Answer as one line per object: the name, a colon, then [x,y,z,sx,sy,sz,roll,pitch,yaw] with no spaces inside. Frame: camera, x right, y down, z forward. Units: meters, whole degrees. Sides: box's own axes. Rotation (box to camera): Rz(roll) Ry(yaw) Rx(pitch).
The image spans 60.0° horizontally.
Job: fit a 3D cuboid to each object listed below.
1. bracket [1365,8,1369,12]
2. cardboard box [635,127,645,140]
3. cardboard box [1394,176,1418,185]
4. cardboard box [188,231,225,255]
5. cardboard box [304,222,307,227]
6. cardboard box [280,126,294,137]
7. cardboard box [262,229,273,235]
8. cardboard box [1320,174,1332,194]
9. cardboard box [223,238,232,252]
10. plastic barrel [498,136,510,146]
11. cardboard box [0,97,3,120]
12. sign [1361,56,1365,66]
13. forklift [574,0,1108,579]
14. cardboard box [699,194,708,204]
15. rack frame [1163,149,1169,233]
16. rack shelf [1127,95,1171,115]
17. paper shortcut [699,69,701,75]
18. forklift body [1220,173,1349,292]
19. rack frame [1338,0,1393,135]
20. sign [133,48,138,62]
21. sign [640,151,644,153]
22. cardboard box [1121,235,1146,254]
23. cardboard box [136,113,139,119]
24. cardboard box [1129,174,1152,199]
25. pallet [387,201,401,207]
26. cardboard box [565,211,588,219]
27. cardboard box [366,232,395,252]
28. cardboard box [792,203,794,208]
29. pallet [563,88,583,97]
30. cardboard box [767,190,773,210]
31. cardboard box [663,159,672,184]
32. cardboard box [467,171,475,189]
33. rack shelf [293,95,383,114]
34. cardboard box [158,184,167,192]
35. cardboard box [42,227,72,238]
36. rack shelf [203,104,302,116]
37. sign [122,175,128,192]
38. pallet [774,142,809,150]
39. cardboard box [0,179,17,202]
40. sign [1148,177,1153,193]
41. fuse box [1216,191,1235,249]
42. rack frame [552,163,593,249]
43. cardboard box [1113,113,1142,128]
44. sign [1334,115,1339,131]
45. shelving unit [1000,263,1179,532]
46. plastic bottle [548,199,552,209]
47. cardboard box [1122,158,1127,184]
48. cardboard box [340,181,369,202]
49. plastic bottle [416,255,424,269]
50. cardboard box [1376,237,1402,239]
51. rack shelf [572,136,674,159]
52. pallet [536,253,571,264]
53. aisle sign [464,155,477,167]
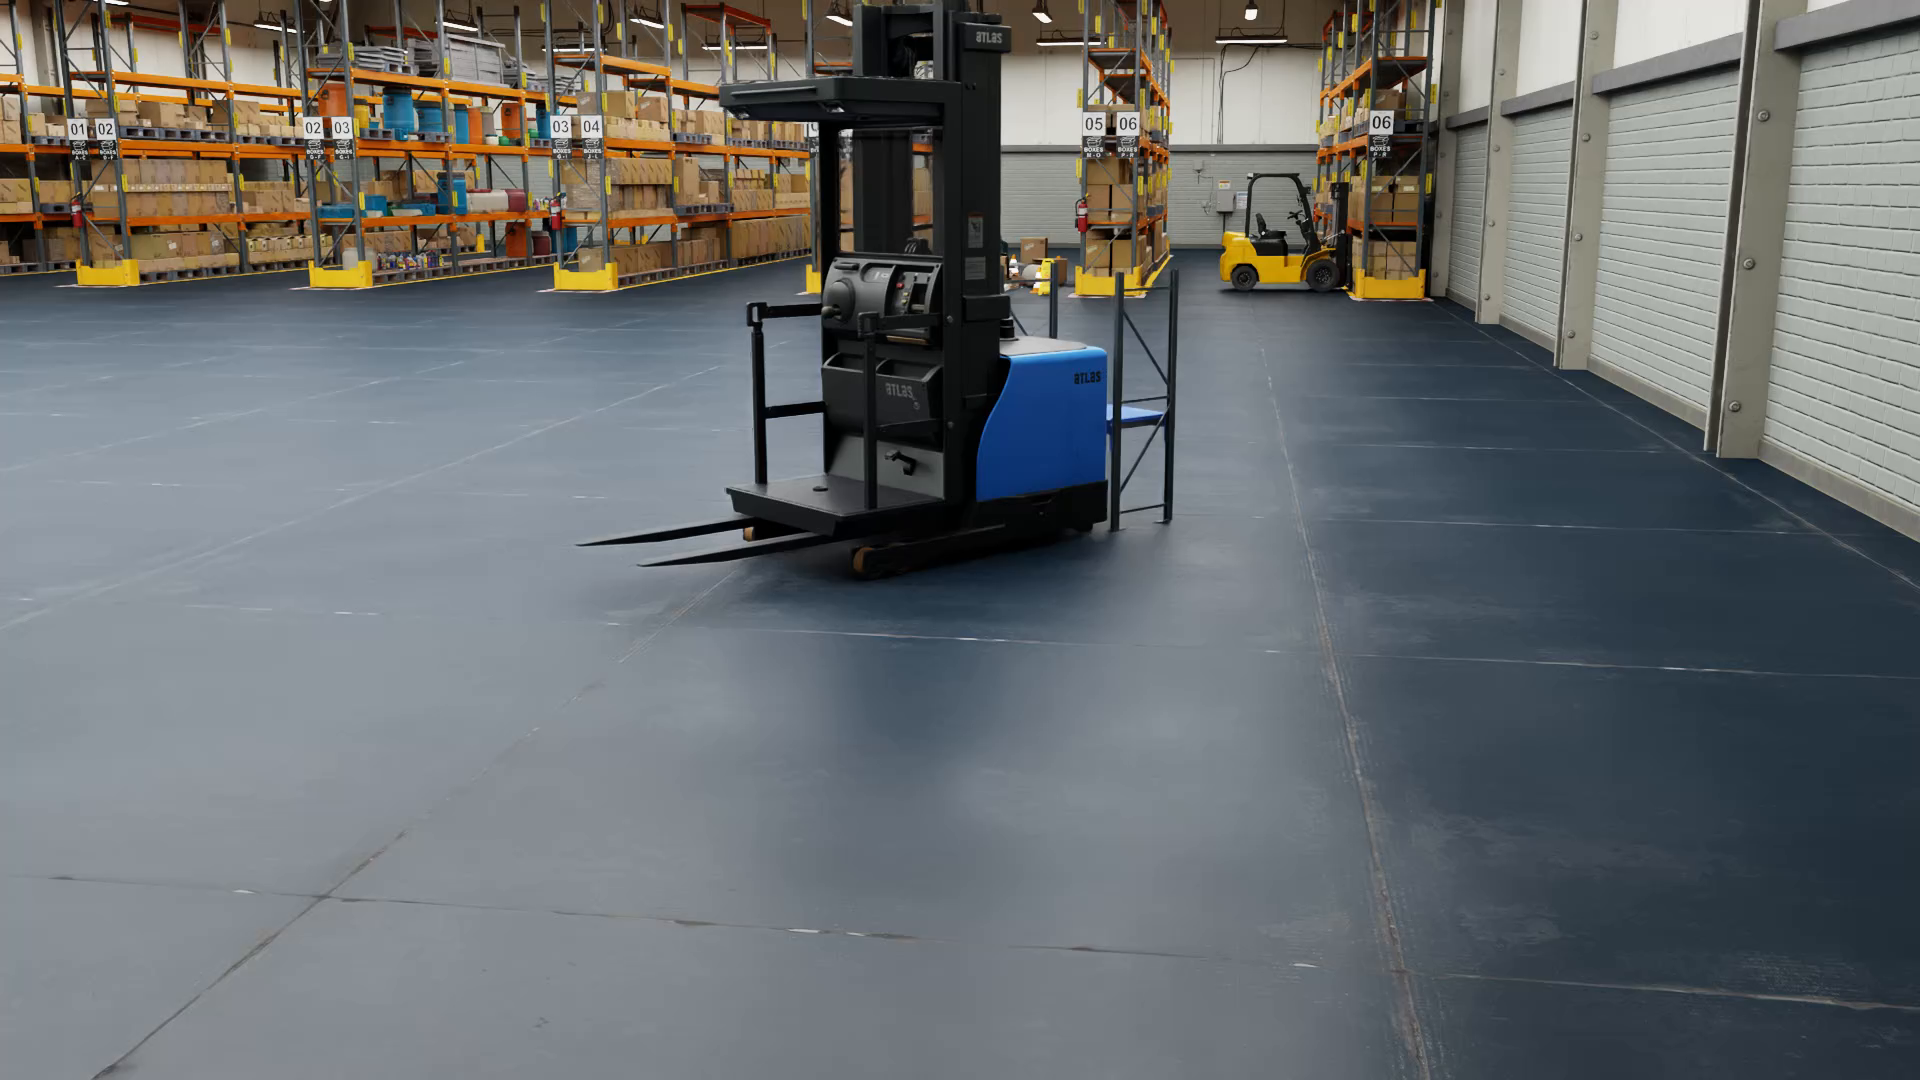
bracket: [10.529,-13.686,43.093,0.076,0.066,4.783,2,12,9]
cardboard box: [-6.563,-8.031,32.872,0.500,0.250,0.500,2,12,10]
cardboard box: [7.839,-6.320,29.215,0.380,0.149,0.250,2,12,8]
cardboard box: [-16.237,-6.401,35.827,0.500,0.500,0.500,2,12,9]
cardboard box: [-19.192,-9.158,48.263,0.380,0.149,0.250,2,12,8]
cardboard box: [-15.854,-9.487,38.635,0.500,0.250,0.500,2,12,8]
cardboard box: [-19.661,-8.446,46.502,0.700,0.500,0.500,2,12,8]
cardboard box: [9.471,-9.117,42.547,0.500,0.500,0.500,2,12,10]
cardboard box: [-16.514,-6.610,37.243,0.500,0.311,0.500,2,12,9]
plastic barrel: [-10.772,-9.390,39.192,0.294,0.245,0.294,0,12,0]
cardboard box: [-21.072,-9.326,35.871,0.500,0.500,0.500,3,12,12]
sign: [10.583,-12.521,43.638,0.100,0.325,0.005,2,12,9]
forklift: [-0.582,-1.356,8.828,3.031,2.935,1.130,-10,16,-40]
cardboard box: [-5.880,-7.676,37.312,0.396,0.266,0.258,2,12,7]
rack frame: [5.132,-9.236,45.231,1.000,3.000,0.127,2,12,9]
rack shelf: [4.825,-11.205,42.785,1.077,0.370,4.000,2,12,9]
paper shortcut: [-6.206,-11.185,39.701,0.009,0.170,0.078,12,-17,6]
forklift body: [6.066,-5.784,31.228,2.313,2.155,1.214,2,12,9]
rack frame: [8.807,-10.343,36.128,1.000,3.000,0.127,2,12,9]
sign: [-20.036,-11.786,40.416,0.100,0.325,0.005,2,12,9]
sign: [-9.008,-11.118,47.093,0.100,0.325,0.005,2,12,9]
cardboard box: [3.384,-5.728,32.702,0.500,0.500,0.500,2,12,10]
cardboard box: [-16.906,-8.609,34.082,0.500,0.311,0.500,3,13,15]
cardboard box: [3.642,-7.226,33.963,0.500,0.500,0.500,2,12,10]
pallet: [-15.294,-8.790,43.615,1.003,0.211,1.213,2,12,9]
cardboard box: [-7.281,-6.170,31.598,0.380,0.149,0.250,2,12,9]
cardboard box: [-15.018,-7.720,43.086,0.500,0.500,0.500,2,12,9]
cardboard box: [-4.663,-8.977,44.625,0.380,0.149,0.250,2,12,7]
pallet: [-10.266,-11.357,42.228,1.003,0.211,1.213,2,12,9]
cardboard box: [-5.077,-8.667,42.353,0.500,0.500,0.500,2,12,9]
cardboard box: [-6.303,-7.640,34.506,0.500,0.500,0.500,2,12,9]
cardboard box: [-14.244,-10.315,47.626,0.500,0.500,0.500,2,12,8]
rack shelf: [-15.371,-11.015,41.904,1.077,0.370,4.000,2,12,9]
cardboard box: [-16.478,-7.204,34.024,0.380,0.149,0.250,1,12,7]
cardboard box: [-21.028,-7.146,38.641,0.500,0.250,0.500,2,12,7]
rack shelf: [-19.651,-12.008,46.509,1.077,0.370,4.000,2,12,9]
sign: [-16.361,-6.991,32.570,0.100,0.325,0.005,2,12,9]
pallet: [-4.764,-10.825,45.696,1.003,0.211,1.213,2,12,9]
cardboard box: [-21.027,-7.631,36.312,0.500,0.500,0.500,2,12,8]
sign: [3.824,-7.145,33.474,0.100,0.325,0.005,2,12,9]
fuse box: [8.030,-9.682,50.360,0.539,1.711,0.414,2,12,9]
rack frame: [-10.169,-8.885,43.601,1.000,3.000,0.127,2,12,9]
cardboard box: [3.012,-7.540,29.890,0.500,0.250,0.500,2,12,8]
sign: [8.271,-9.148,36.474,0.100,0.325,0.005,2,12,9]
shelving unit: [0.750,-0.899,10.106,0.538,1.500,1.048,-10,16,-39]
plastic bottle: [-10.176,-8.314,41.229,0.061,0.283,0.133,2,12,9]
cardboard box: [2.810,-7.016,31.612,0.700,0.500,0.500,2,12,8]
cardboard box: [-15.363,-8.787,41.911,0.700,0.500,0.500,4,13,19]
plastic bottle: [-11.322,-5.819,34.795,0.152,0.276,0.135,2,12,10]
cardboard box: [8.153,-5.608,31.554,0.500,0.250,0.500,2,12,9]
rack shelf: [-6.813,-7.758,32.957,1.077,0.370,4.000,2,12,9]
pallet: [-10.514,-7.108,41.974,1.003,0.211,1.213,2,12,9]
aisle sign: [-14.135,-11.154,47.959,0.394,0.787,0.004,2,12,9]
